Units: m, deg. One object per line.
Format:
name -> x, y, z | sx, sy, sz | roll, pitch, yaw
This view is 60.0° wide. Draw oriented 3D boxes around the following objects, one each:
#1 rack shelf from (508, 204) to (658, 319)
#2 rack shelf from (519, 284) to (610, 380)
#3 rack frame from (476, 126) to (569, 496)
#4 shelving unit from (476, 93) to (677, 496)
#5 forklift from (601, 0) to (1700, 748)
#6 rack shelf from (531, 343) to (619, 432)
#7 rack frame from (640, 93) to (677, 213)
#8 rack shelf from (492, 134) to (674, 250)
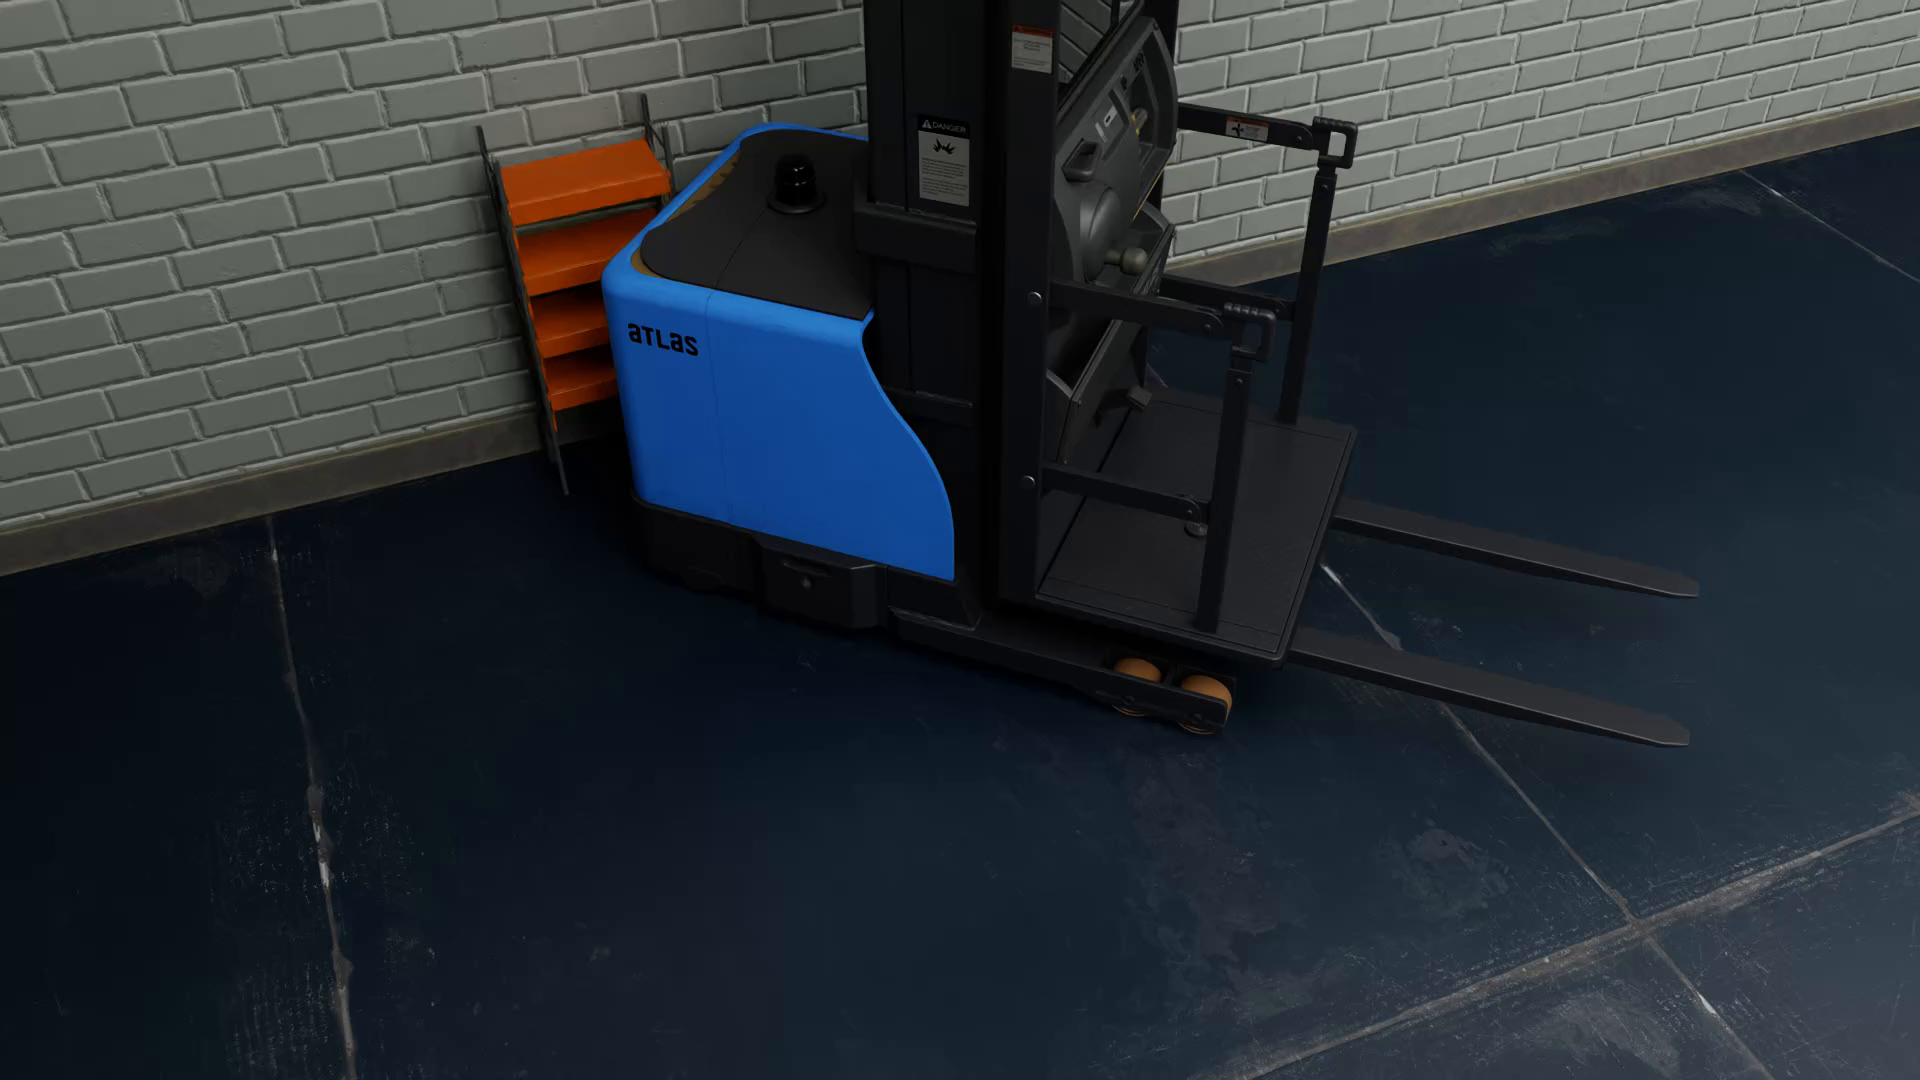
rack shelf -> -1.114, -0.855, 5.080 | 0.480, 0.148, 0.258 | -17, 43, -18
rack shelf -> -1.112, -0.686, 5.226 | 0.480, 0.148, 0.258 | -17, 43, -18
rack frame -> -1.336, -0.670, 5.109 | 0.015, 1.200, 0.240 | -17, 43, -18
shelving unit -> -1.113, -0.737, 5.182 | 0.503, 1.200, 0.258 | -17, 43, -18
forklift -> 0.585, -0.966, 4.125 | 3.031, 2.935, 1.130 | 14, 43, 16
rack shelf -> -1.110, -0.536, 5.357 | 0.480, 0.148, 0.258 | -17, 43, -18
rack frame -> -0.890, -0.804, 5.256 | 0.015, 1.200, 0.240 | -17, 43, -18
rack shelf -> -1.117, -1.034, 4.925 | 0.480, 0.148, 0.258 | -17, 43, -18
